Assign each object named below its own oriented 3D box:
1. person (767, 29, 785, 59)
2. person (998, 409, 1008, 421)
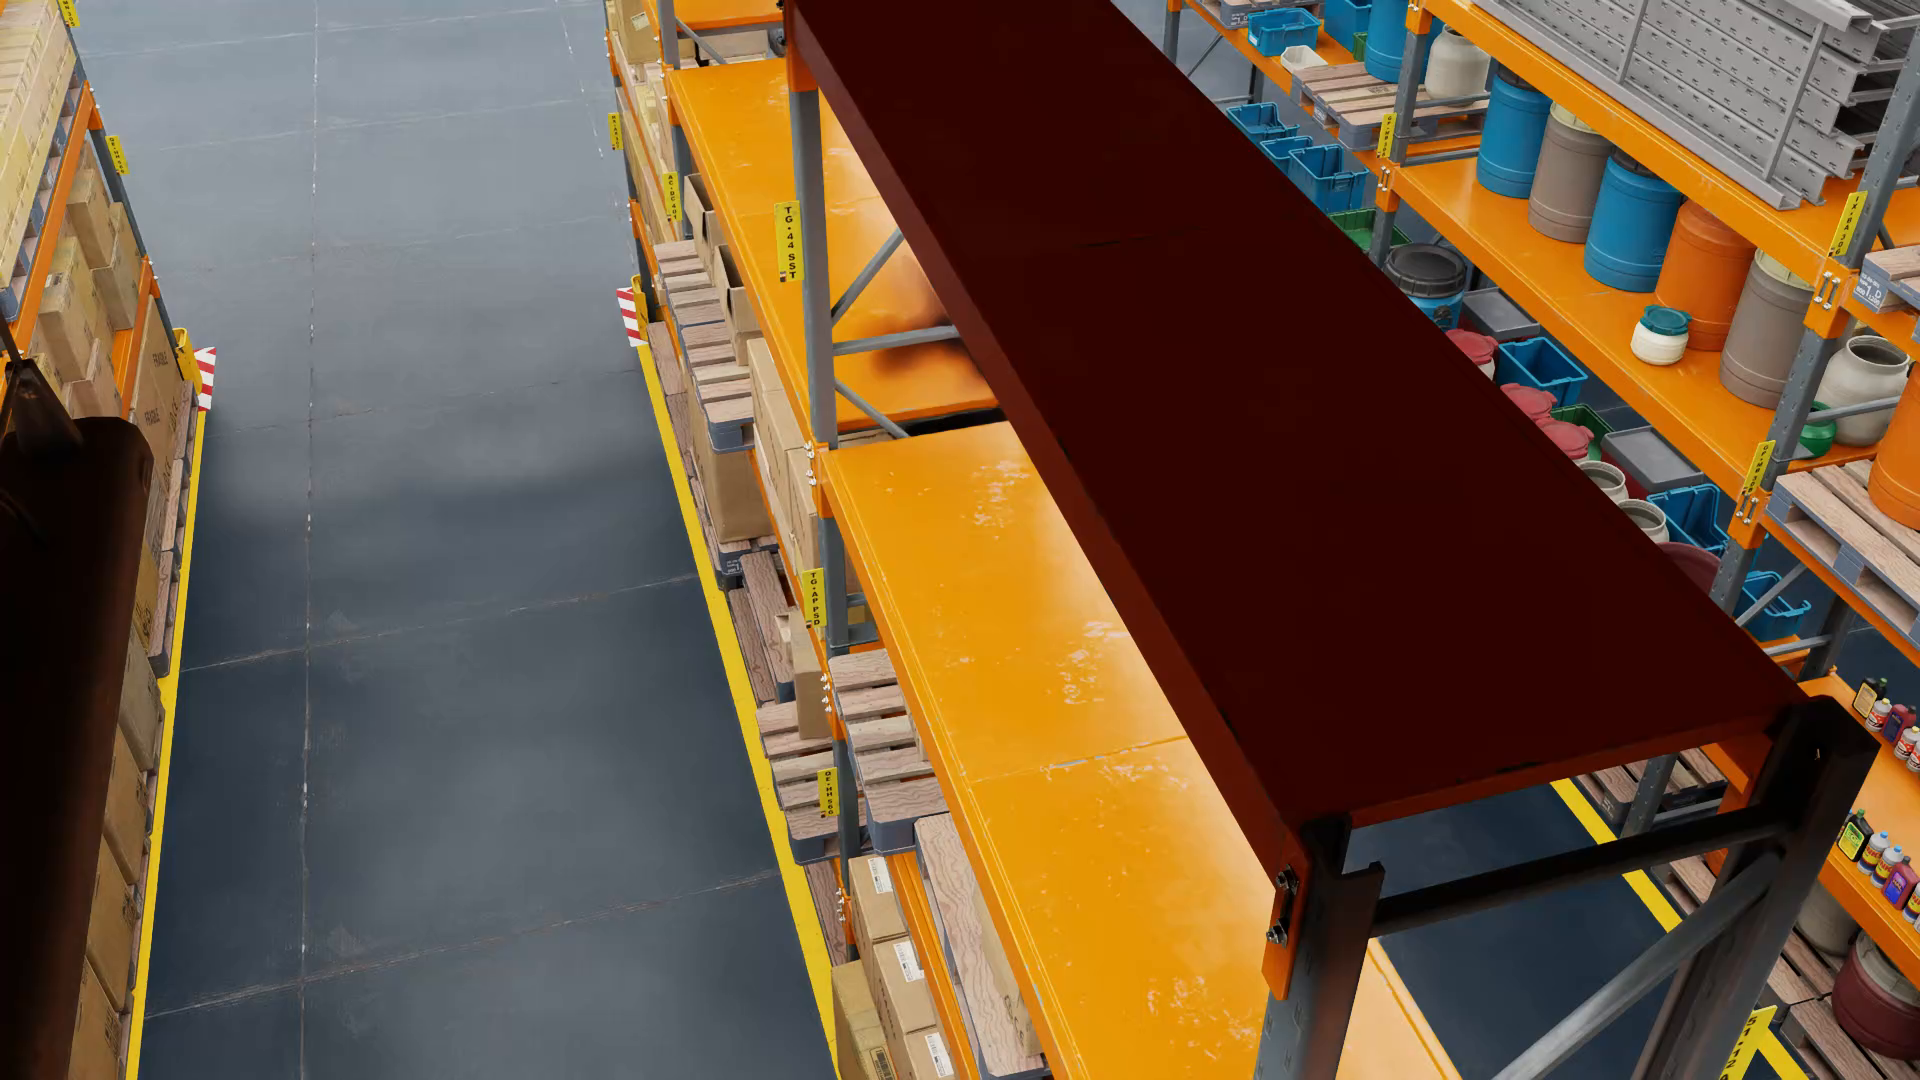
[{"bbox_3d":[-2.419,-6.266,19.408,0.794,1.716,0.564,4,39,5],"label":"person"},{"bbox_3d":[0.333,-0.345,11.401,0.652,1.744,0.544,-15,41,-19],"label":"person"}]
